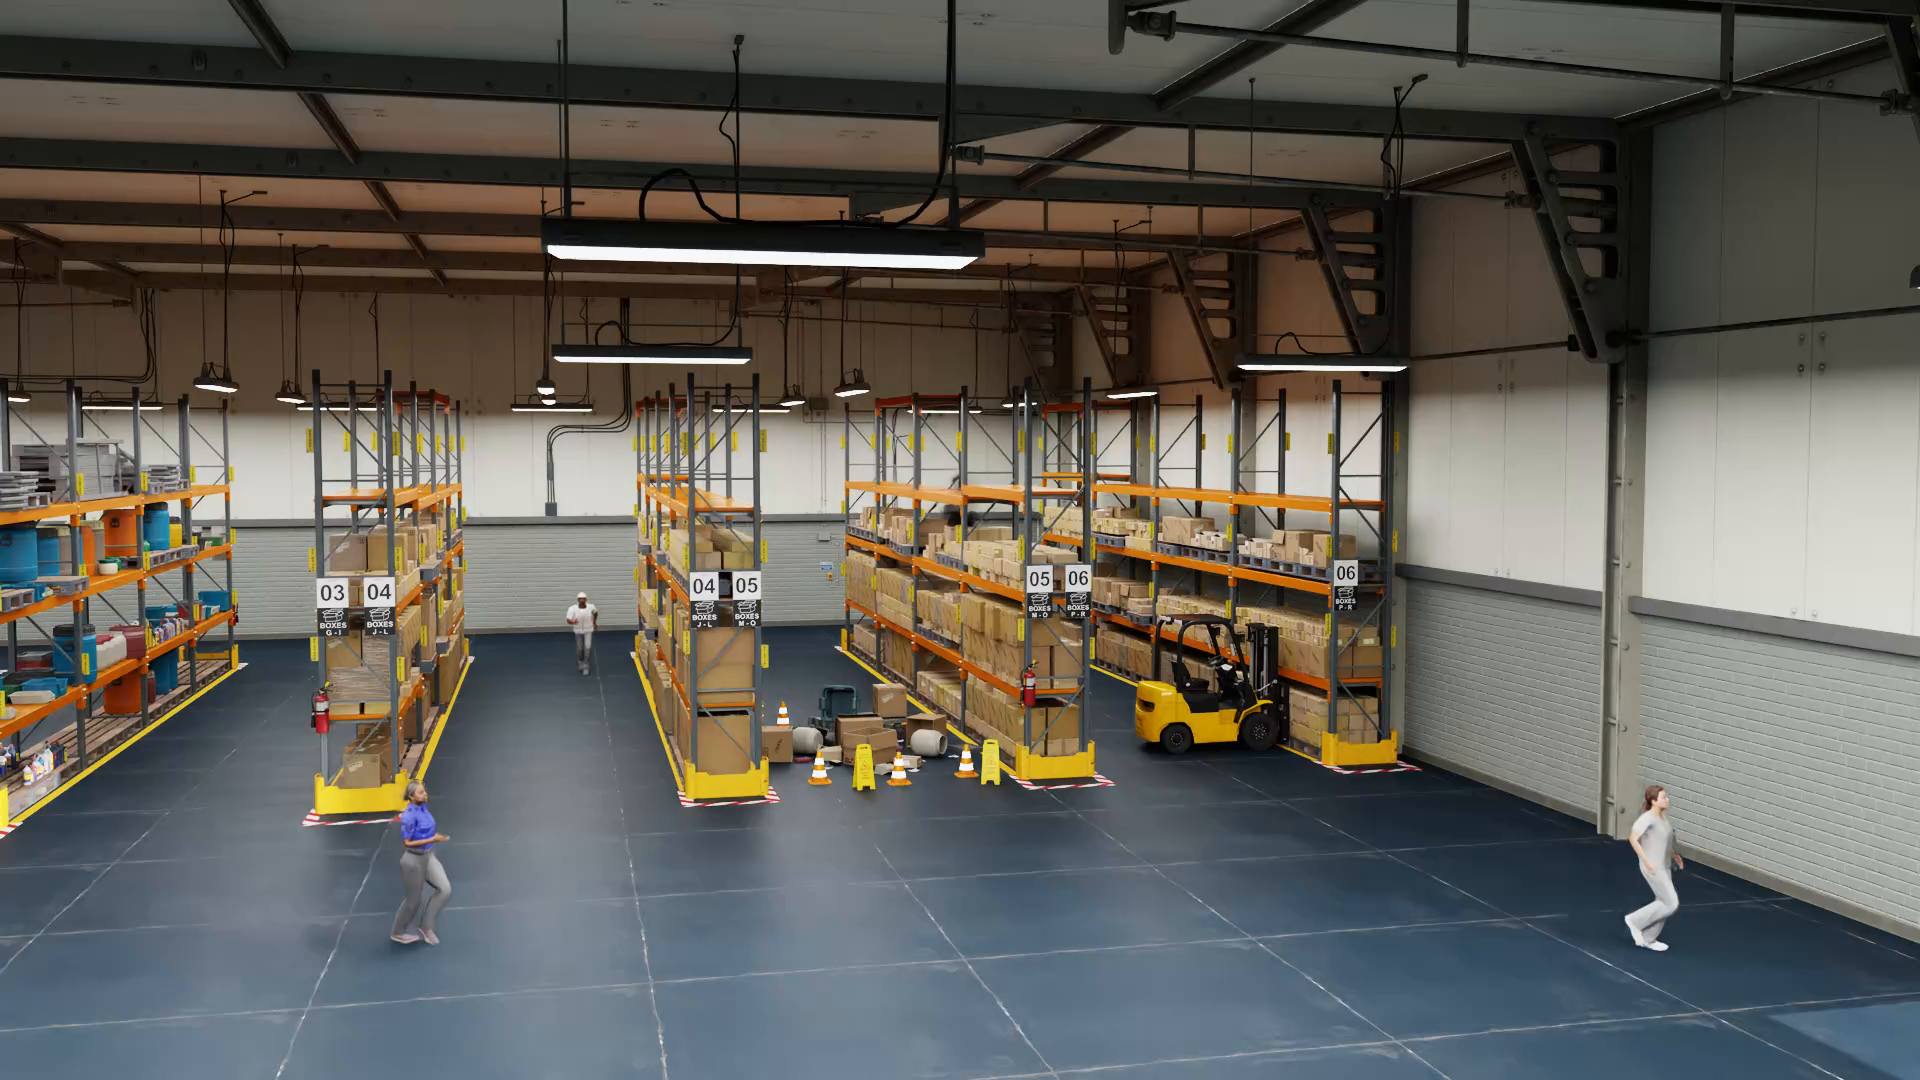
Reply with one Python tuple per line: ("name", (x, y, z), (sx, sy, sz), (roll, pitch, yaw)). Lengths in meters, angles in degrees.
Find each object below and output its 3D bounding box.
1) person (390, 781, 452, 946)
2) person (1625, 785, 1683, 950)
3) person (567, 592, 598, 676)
("person", (-5.346, 3.231, 16.535), (0.667, 1.685, 0.558), (1, 3, 11))
("person", (6.868, 3.237, 16.430), (0.512, 1.633, 0.569), (3, 5, 44))
("person", (-8.221, 2.013, 36.202), (0.645, 1.779, 0.956), (-1, 3, -11))
